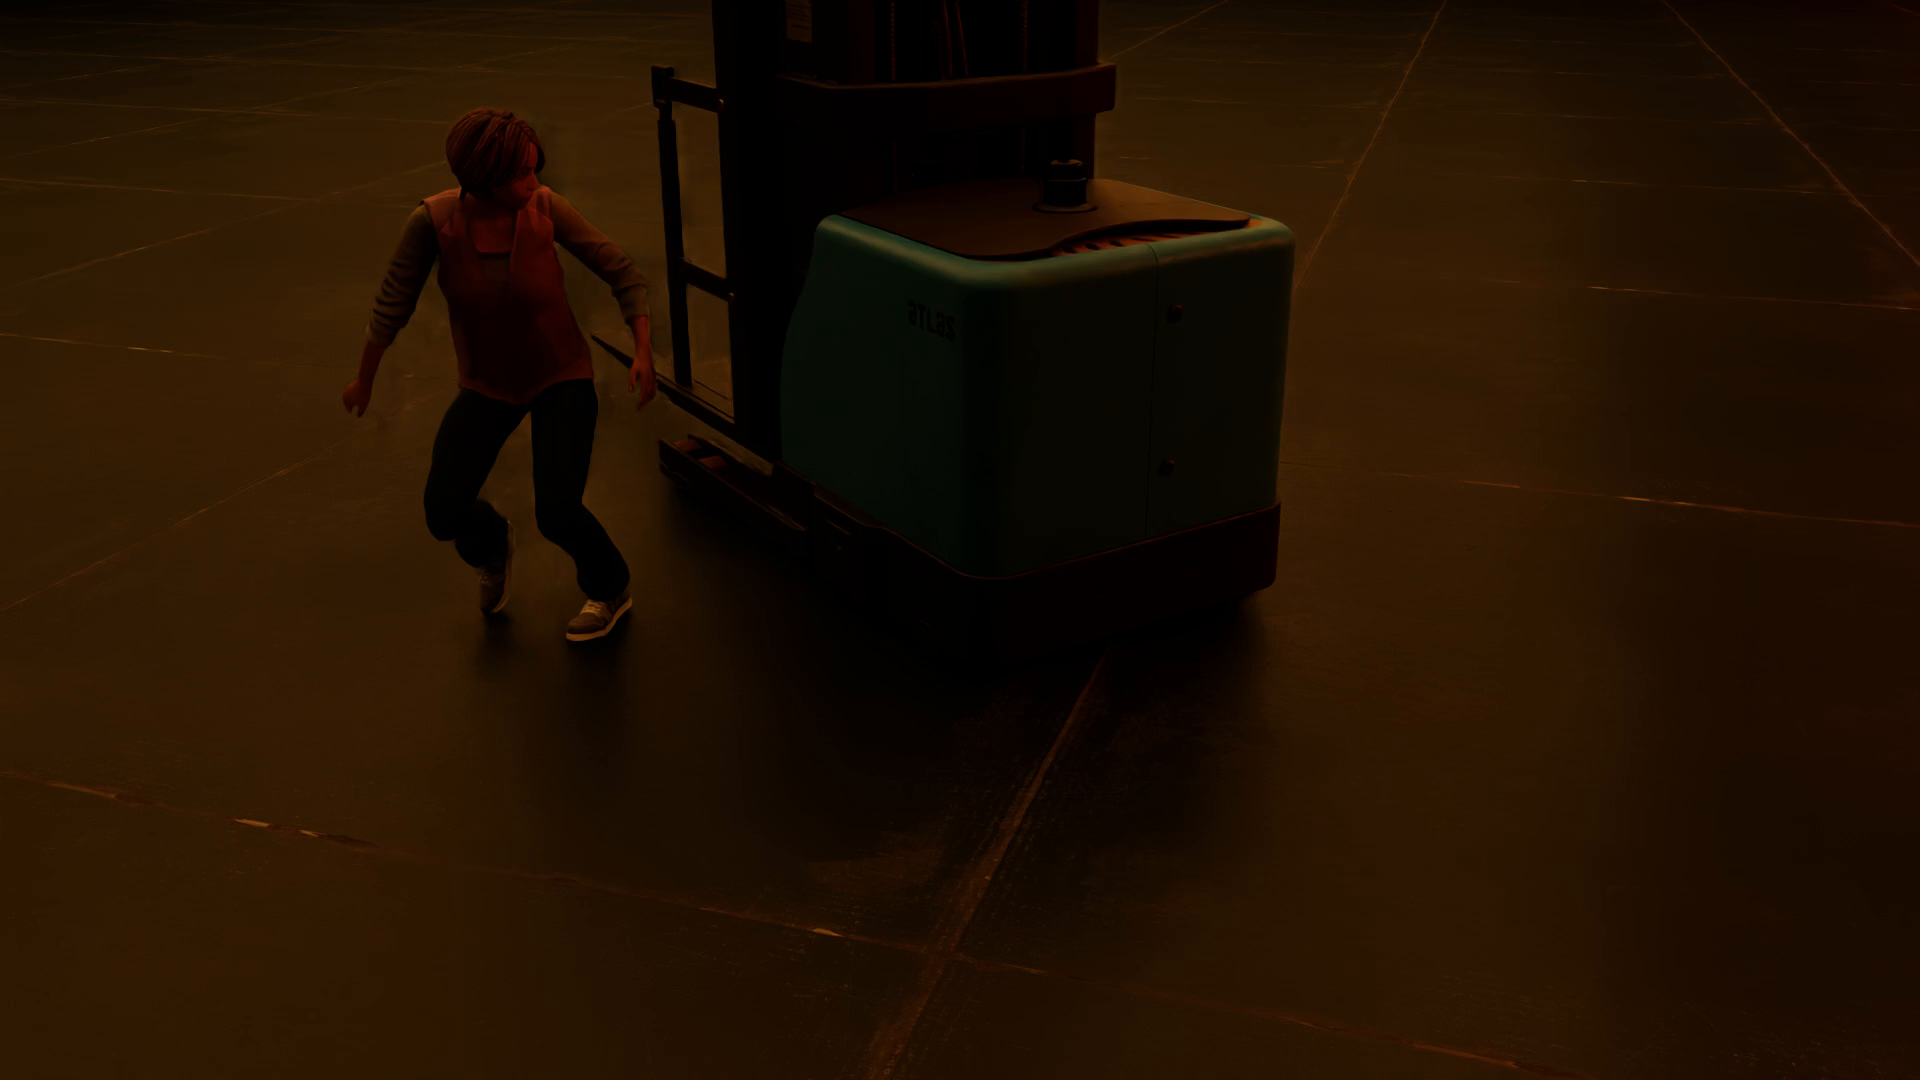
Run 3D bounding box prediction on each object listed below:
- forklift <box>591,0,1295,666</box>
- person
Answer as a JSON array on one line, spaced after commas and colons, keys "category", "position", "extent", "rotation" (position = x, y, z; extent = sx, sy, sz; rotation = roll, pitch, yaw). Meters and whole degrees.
[{"category": "forklift", "position": [-0.340, -1.549, 5.031], "extent": [1.130, 2.935, 3.031], "rotation": [-14, 26, -30]}, {"category": "person", "position": [-1.177, -0.396, 4.259], "extent": [0.822, 1.422, 0.475], "rotation": [-2, 23, -4]}]
